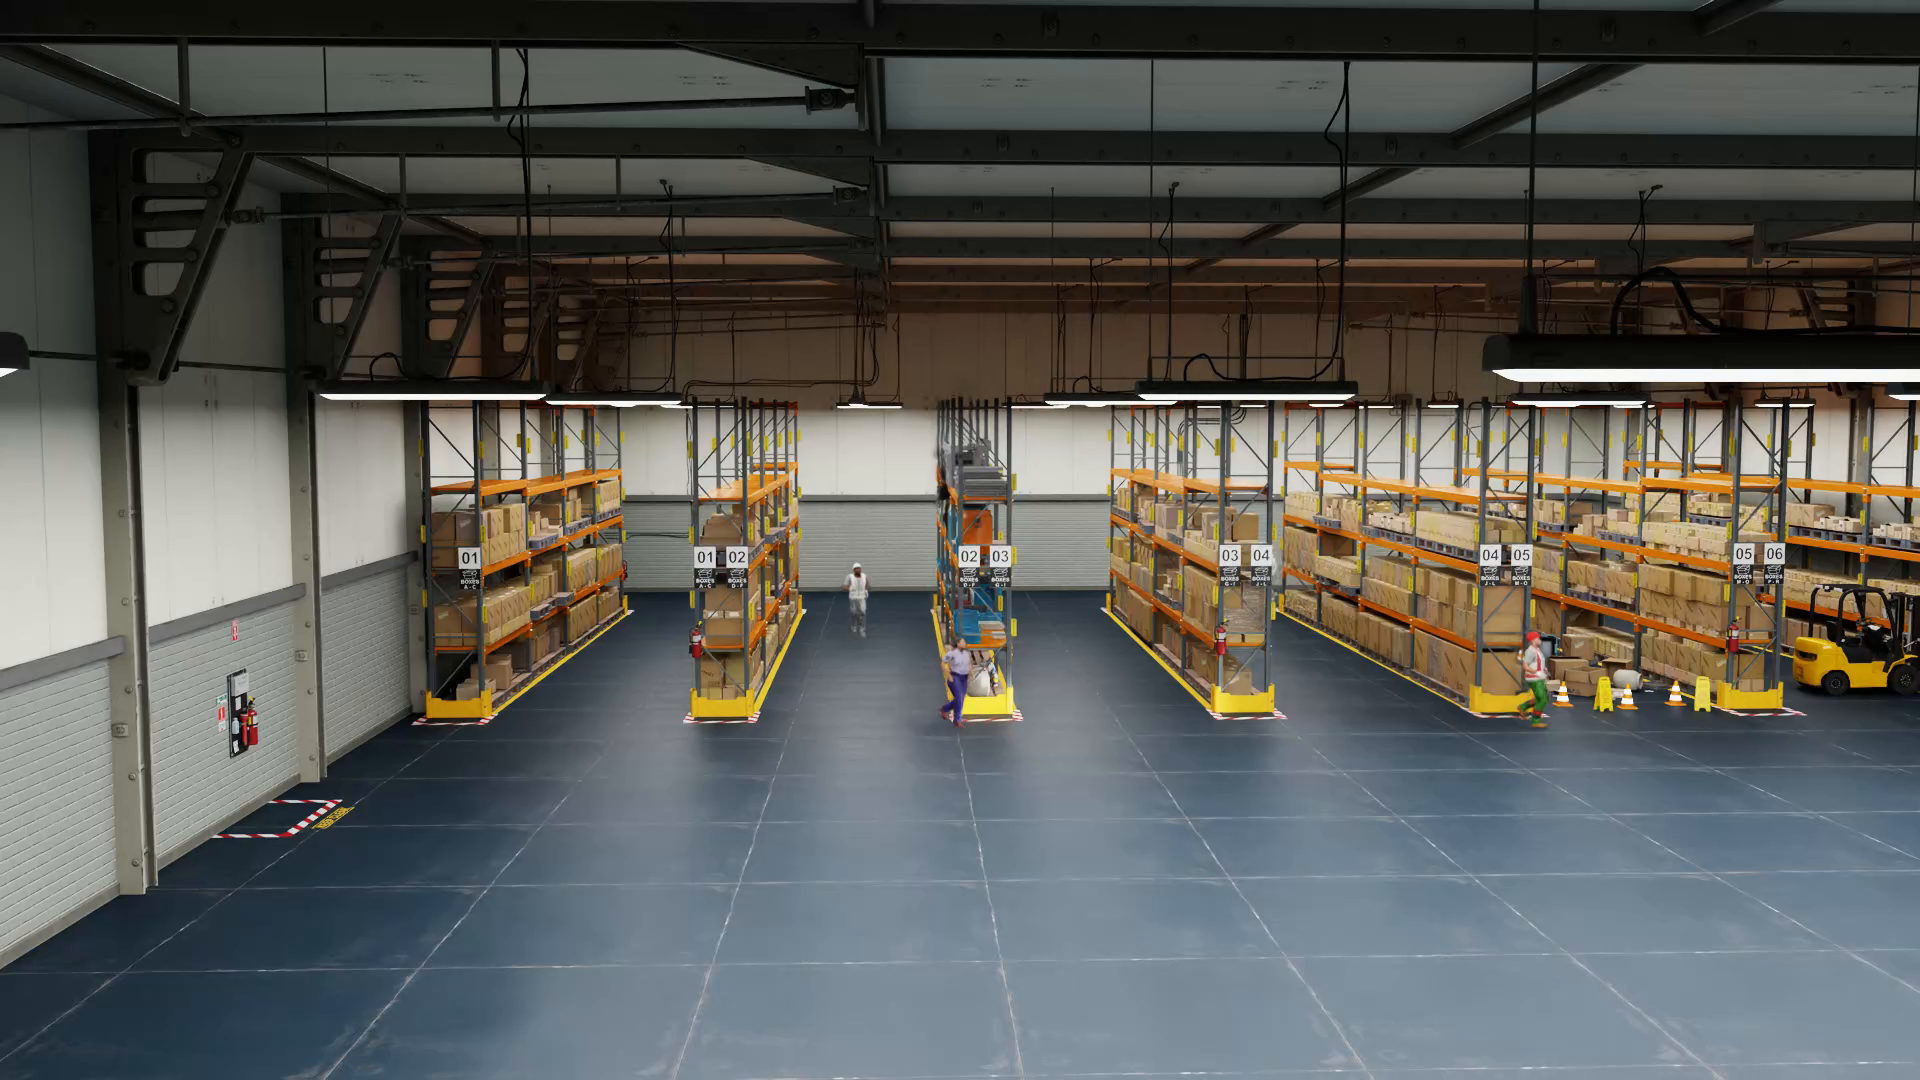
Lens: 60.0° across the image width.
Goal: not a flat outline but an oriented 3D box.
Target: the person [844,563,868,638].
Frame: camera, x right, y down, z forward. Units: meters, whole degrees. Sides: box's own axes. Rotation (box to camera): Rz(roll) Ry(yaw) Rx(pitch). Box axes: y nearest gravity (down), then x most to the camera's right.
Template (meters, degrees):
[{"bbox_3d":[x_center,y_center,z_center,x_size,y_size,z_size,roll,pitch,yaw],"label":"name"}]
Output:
[{"bbox_3d":[-2.542,1.470,40.906,0.658,1.821,0.790,-1,5,-12],"label":"person"}]

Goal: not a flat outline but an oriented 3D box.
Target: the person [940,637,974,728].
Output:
[{"bbox_3d":[-0.047,2.585,30.418,0.685,1.627,0.649,4,6,43],"label":"person"}]

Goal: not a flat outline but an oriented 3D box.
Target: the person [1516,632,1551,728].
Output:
[{"bbox_3d":[10.394,2.526,30.146,0.623,1.738,0.663,3,5,33],"label":"person"}]

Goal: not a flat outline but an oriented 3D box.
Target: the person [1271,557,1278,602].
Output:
[{"bbox_3d":[9.007,1.101,48.767,0.717,1.758,0.749,-2,5,-21],"label":"person"}]
